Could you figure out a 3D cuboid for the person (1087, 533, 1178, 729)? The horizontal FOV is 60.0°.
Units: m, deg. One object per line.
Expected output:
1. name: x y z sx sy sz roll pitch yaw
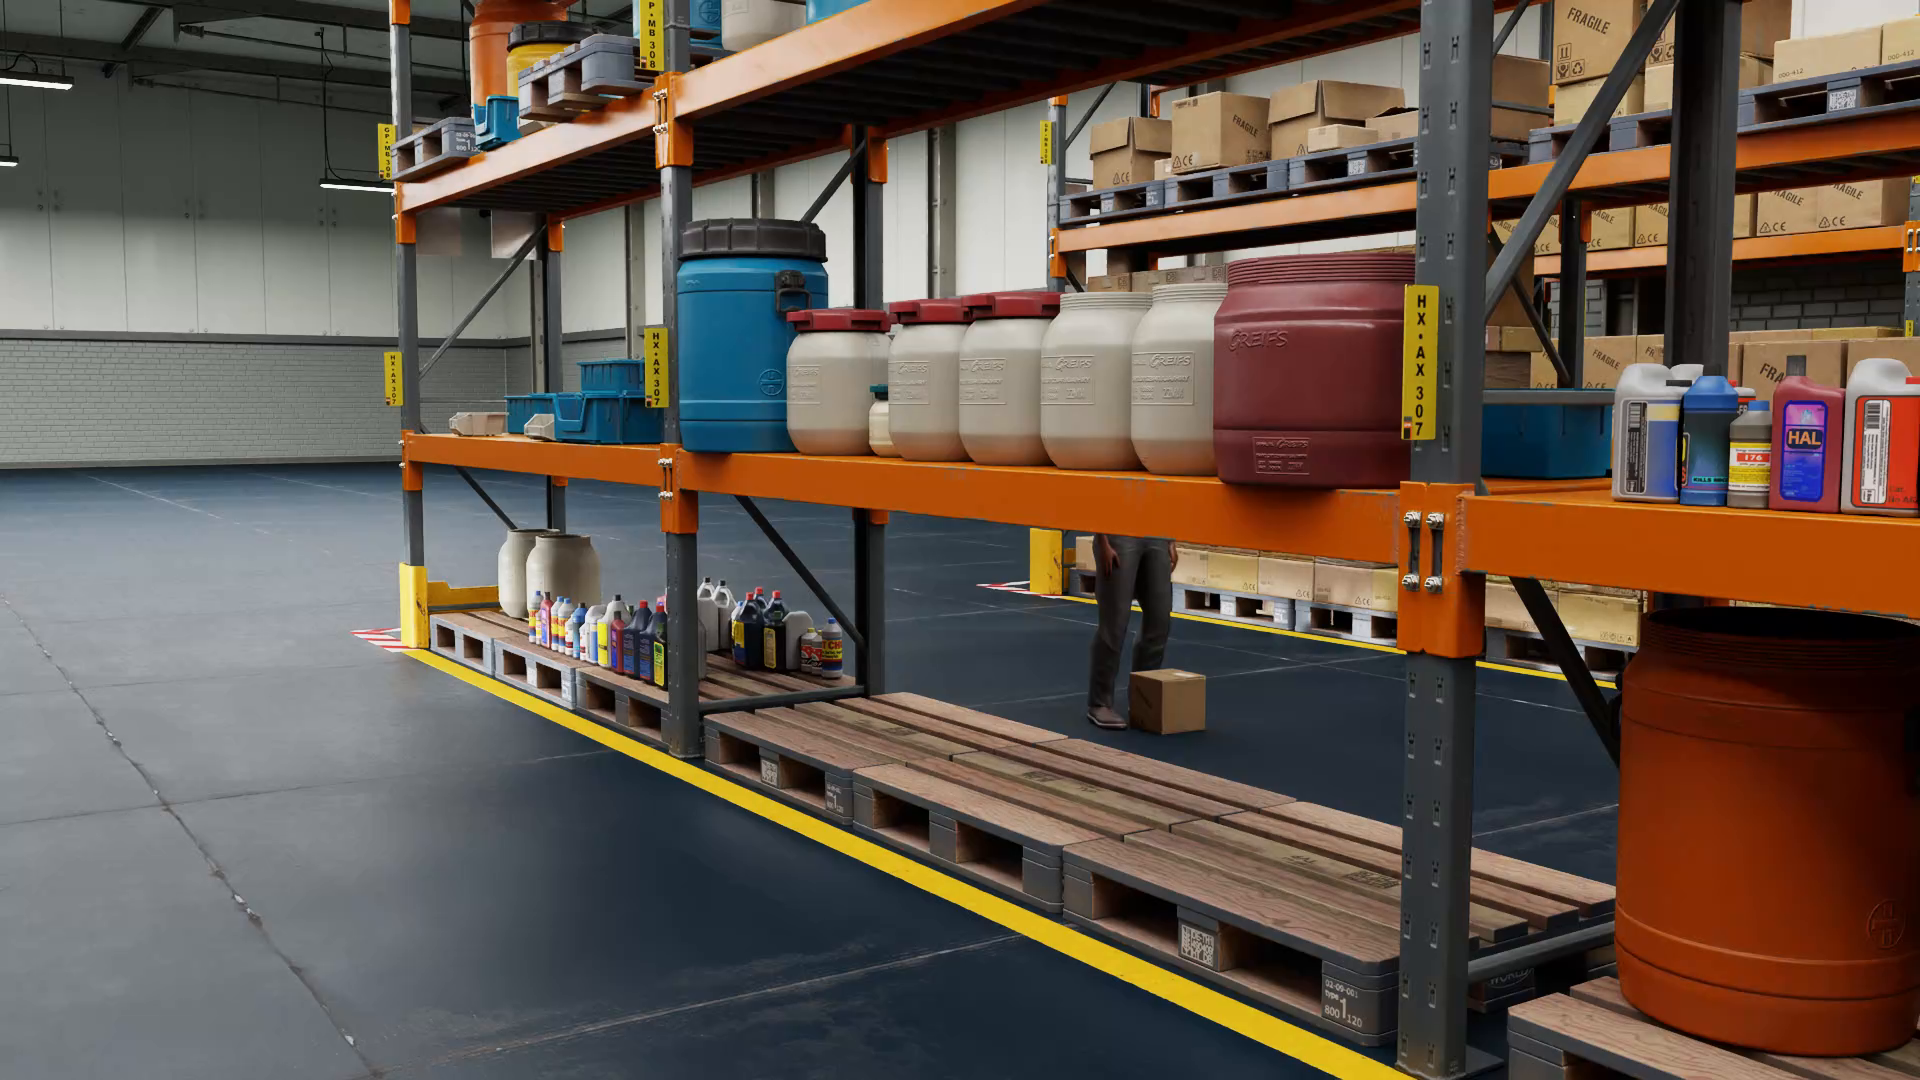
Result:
1. person: 0.817 0.034 7.790 0.530 1.639 0.352 -4 6 -37
